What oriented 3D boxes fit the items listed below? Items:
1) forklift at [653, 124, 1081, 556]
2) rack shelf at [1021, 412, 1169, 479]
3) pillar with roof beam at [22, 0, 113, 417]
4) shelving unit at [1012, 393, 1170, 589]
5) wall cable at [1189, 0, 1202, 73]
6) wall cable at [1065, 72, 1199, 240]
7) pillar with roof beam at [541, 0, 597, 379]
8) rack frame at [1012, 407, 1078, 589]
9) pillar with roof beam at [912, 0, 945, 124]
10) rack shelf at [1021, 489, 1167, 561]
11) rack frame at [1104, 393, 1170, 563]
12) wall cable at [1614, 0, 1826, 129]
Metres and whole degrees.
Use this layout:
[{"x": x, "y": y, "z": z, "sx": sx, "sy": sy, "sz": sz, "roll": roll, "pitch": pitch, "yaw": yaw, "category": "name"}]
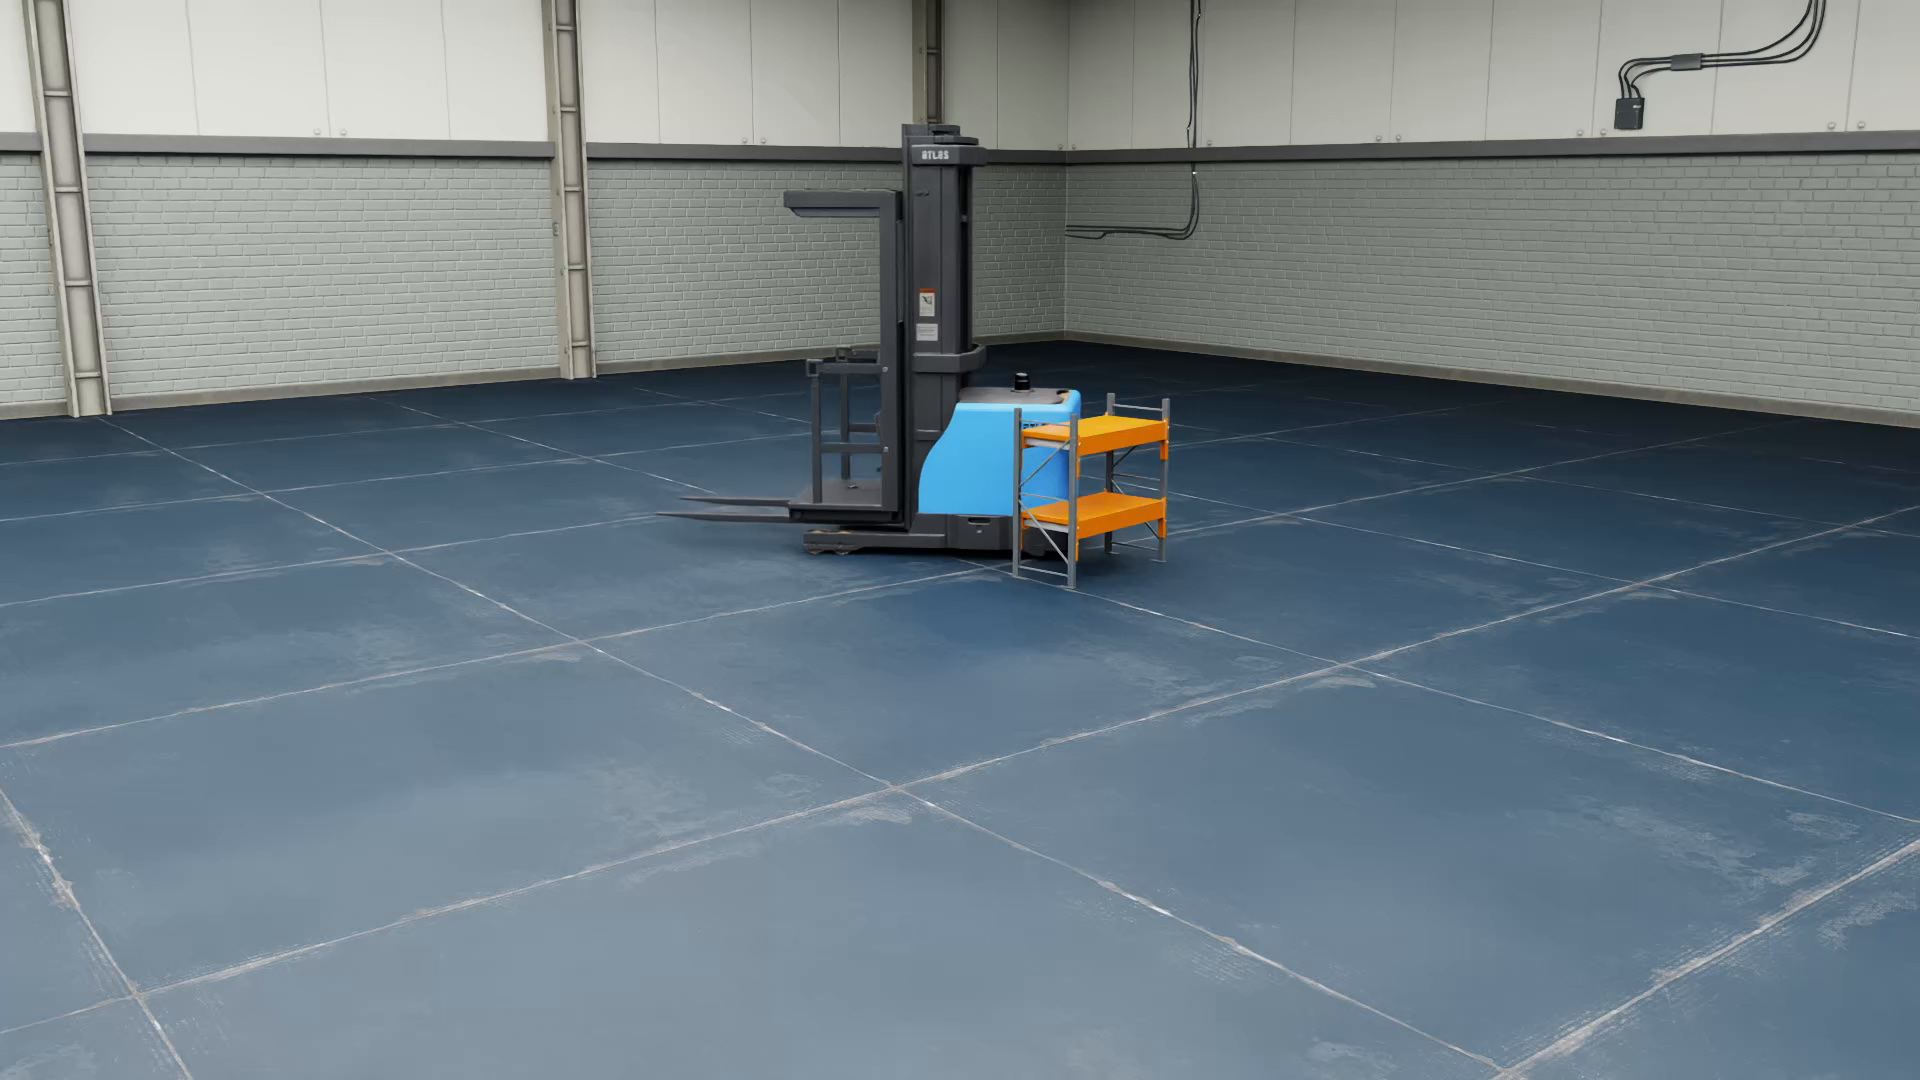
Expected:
[{"x": -0.667, "y": -1.435, "z": 11.831, "sx": 3.031, "sy": 2.935, "sz": 1.130, "roll": 2, "pitch": 12, "yaw": 7, "category": "forklift"}, {"x": 0.880, "y": -0.637, "z": 11.010, "sx": 0.538, "sy": 0.278, "sz": 1.000, "roll": 10, "pitch": 16, "yaw": 40, "category": "rack shelf"}, {"x": -7.159, "y": -5.126, "z": 14.606, "sx": 0.400, "sy": 9.000, "sz": 9.100, "roll": -9, "pitch": 15, "yaw": -38, "category": "pillar with roof beam"}, {"x": 0.880, "y": -0.350, "z": 11.071, "sx": 0.538, "sy": 1.125, "sz": 1.048, "roll": 10, "pitch": 16, "yaw": 40, "category": "shelving unit"}, {"x": 4.338, "y": -8.062, "z": 23.749, "sx": 0.112, "sy": 2.526, "sz": 3.097, "roll": -9, "pitch": 15, "yaw": -38, "category": "wall cable"}, {"x": 2.648, "y": -6.031, "z": 26.340, "sx": 0.112, "sy": 2.526, "sz": 3.097, "roll": -9, "pitch": 15, "yaw": -38, "category": "wall cable"}, {"x": -2.474, "y": -5.905, "z": 18.273, "sx": 0.400, "sy": 9.000, "sz": 9.100, "roll": -9, "pitch": 15, "yaw": -38, "category": "pillar with roof beam"}, {"x": 0.544, "y": -0.271, "z": 10.697, "sx": 0.500, "sy": 1.125, "sz": 0.032, "roll": 10, "pitch": 16, "yaw": 40, "category": "rack frame"}, {"x": 2.211, "y": -6.684, "z": 21.939, "sx": 0.400, "sy": 9.000, "sz": 9.100, "roll": -9, "pitch": 15, "yaw": -38, "category": "pillar with roof beam"}, {"x": 0.880, "y": -0.111, "z": 11.122, "sx": 0.538, "sy": 0.278, "sz": 1.000, "roll": 10, "pitch": 16, "yaw": 40, "category": "rack shelf"}, {"x": 1.215, "y": -0.430, "z": 11.445, "sx": 0.500, "sy": 1.125, "sz": 0.032, "roll": 10, "pitch": 16, "yaw": 40, "category": "rack frame"}, {"x": 8.566, "y": -7.671, "z": 18.403, "sx": 0.169, "sy": 6.003, "sz": 2.305, "roll": -9, "pitch": 15, "yaw": -38, "category": "wall cable"}]
